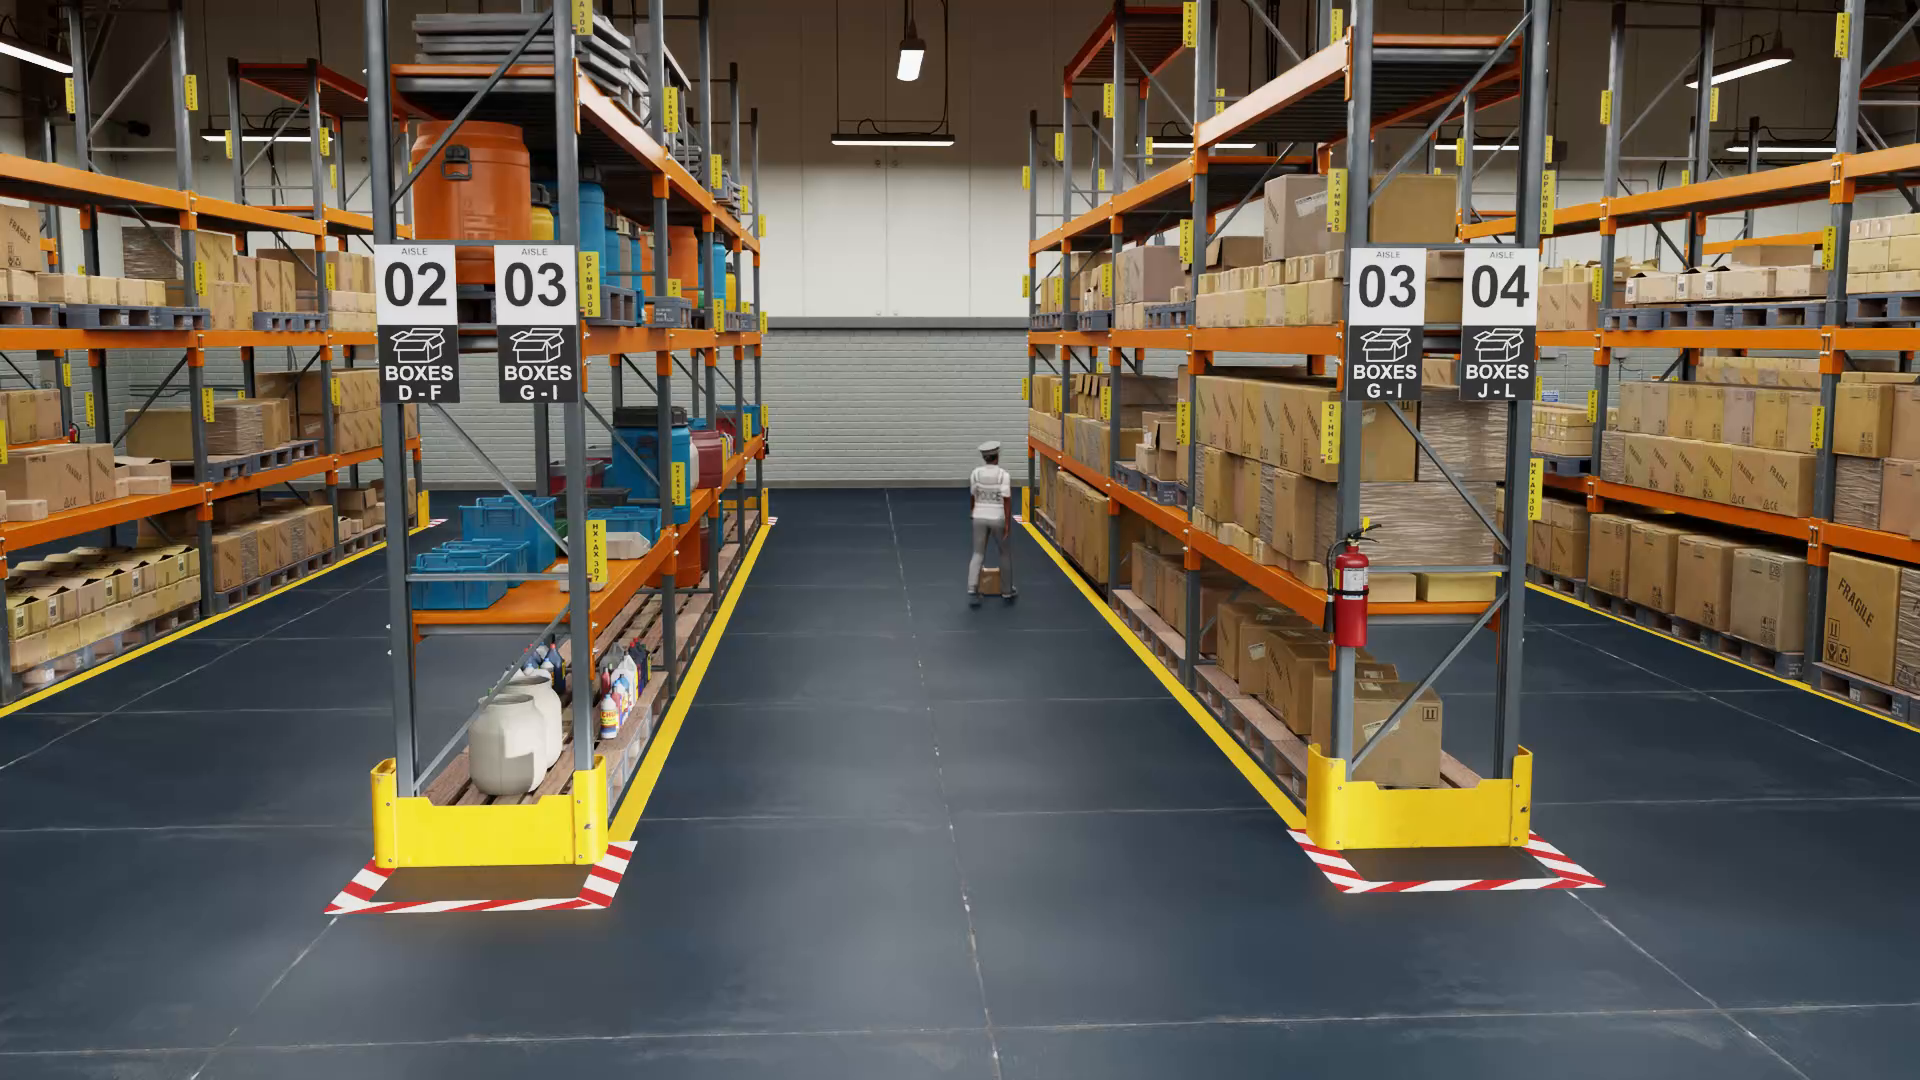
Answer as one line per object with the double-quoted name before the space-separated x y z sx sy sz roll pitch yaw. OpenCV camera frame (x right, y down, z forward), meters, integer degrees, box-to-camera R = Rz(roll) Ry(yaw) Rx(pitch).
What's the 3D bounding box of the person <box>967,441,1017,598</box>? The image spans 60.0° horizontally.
"person" 0.323 -0.200 17.289 0.463 1.645 0.787 1 7 12
